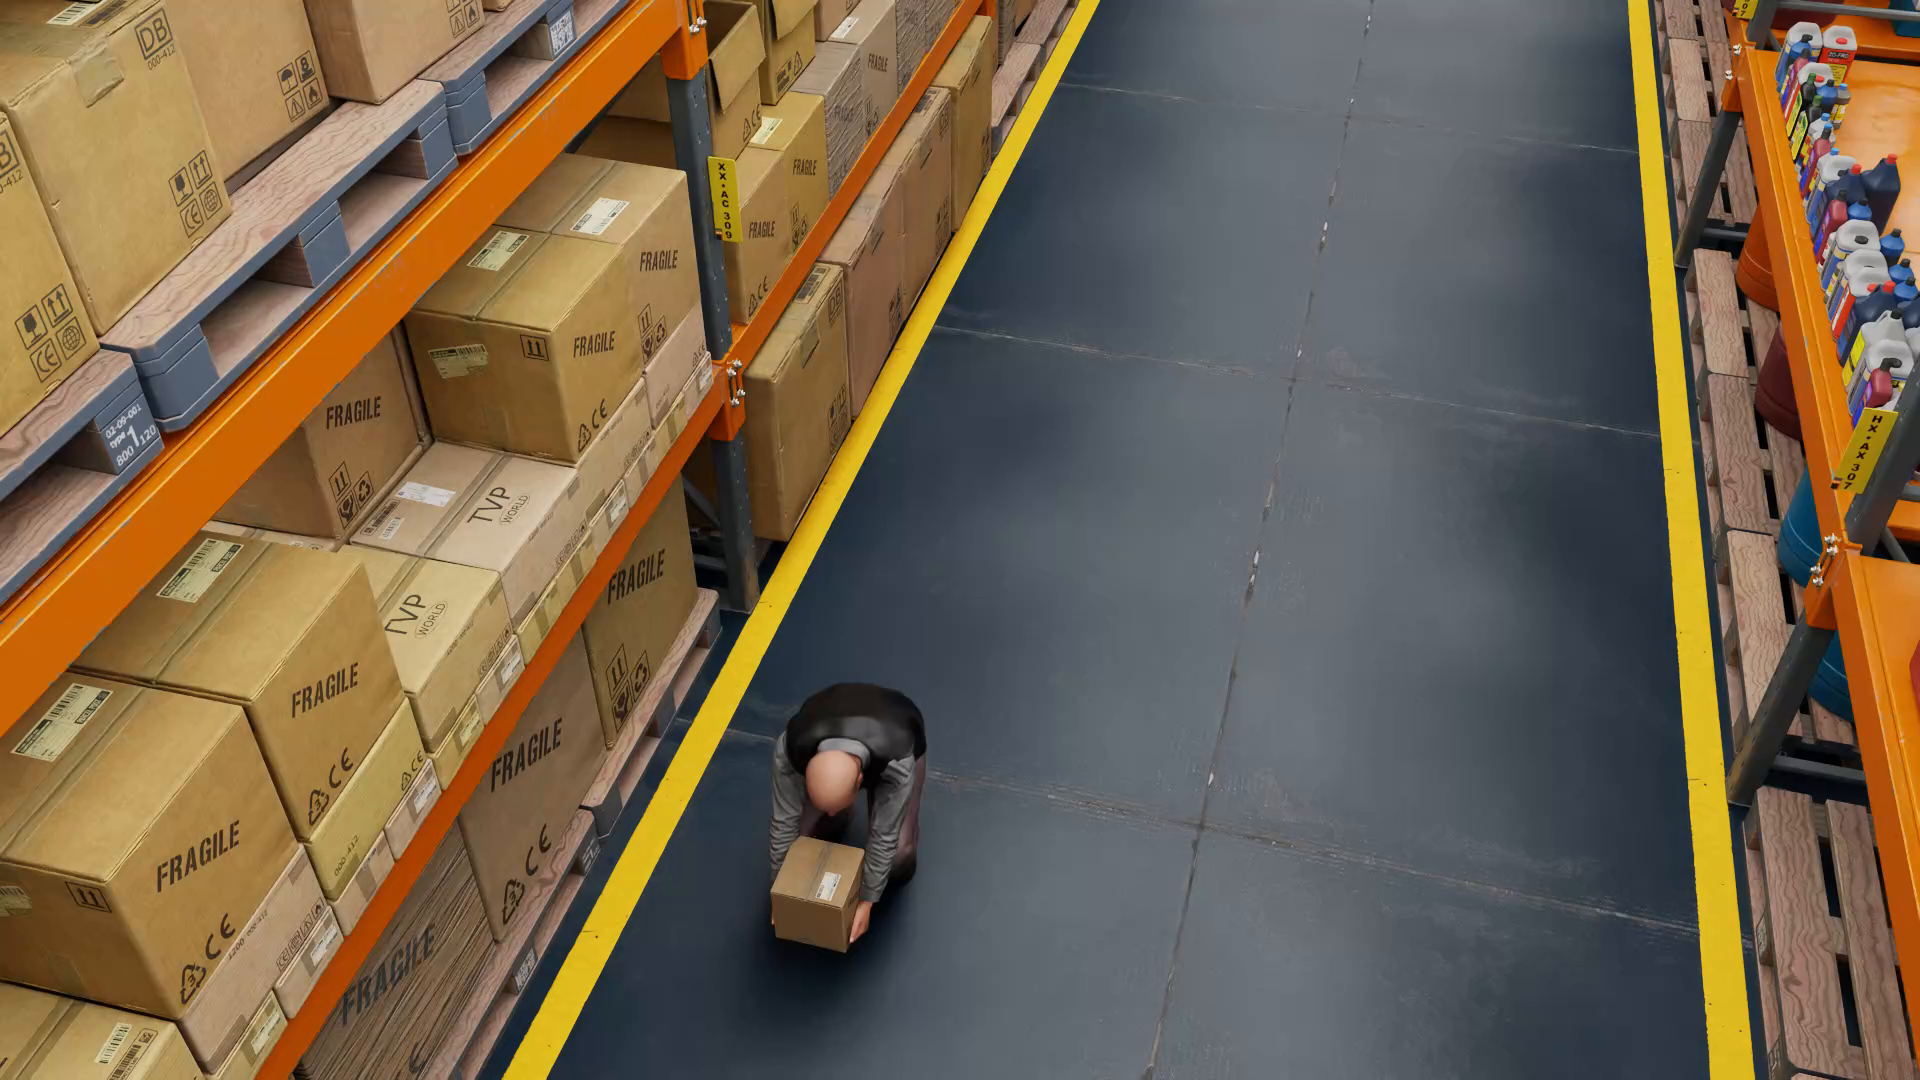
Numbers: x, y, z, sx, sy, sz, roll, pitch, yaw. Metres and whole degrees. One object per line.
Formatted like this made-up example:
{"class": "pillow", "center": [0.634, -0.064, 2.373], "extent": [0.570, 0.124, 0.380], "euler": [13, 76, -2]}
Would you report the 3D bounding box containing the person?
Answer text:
{"class": "person", "center": [-0.383, 0.872, 5.749], "extent": [0.519, 0.972, 0.857], "euler": [9, 42, 10]}
